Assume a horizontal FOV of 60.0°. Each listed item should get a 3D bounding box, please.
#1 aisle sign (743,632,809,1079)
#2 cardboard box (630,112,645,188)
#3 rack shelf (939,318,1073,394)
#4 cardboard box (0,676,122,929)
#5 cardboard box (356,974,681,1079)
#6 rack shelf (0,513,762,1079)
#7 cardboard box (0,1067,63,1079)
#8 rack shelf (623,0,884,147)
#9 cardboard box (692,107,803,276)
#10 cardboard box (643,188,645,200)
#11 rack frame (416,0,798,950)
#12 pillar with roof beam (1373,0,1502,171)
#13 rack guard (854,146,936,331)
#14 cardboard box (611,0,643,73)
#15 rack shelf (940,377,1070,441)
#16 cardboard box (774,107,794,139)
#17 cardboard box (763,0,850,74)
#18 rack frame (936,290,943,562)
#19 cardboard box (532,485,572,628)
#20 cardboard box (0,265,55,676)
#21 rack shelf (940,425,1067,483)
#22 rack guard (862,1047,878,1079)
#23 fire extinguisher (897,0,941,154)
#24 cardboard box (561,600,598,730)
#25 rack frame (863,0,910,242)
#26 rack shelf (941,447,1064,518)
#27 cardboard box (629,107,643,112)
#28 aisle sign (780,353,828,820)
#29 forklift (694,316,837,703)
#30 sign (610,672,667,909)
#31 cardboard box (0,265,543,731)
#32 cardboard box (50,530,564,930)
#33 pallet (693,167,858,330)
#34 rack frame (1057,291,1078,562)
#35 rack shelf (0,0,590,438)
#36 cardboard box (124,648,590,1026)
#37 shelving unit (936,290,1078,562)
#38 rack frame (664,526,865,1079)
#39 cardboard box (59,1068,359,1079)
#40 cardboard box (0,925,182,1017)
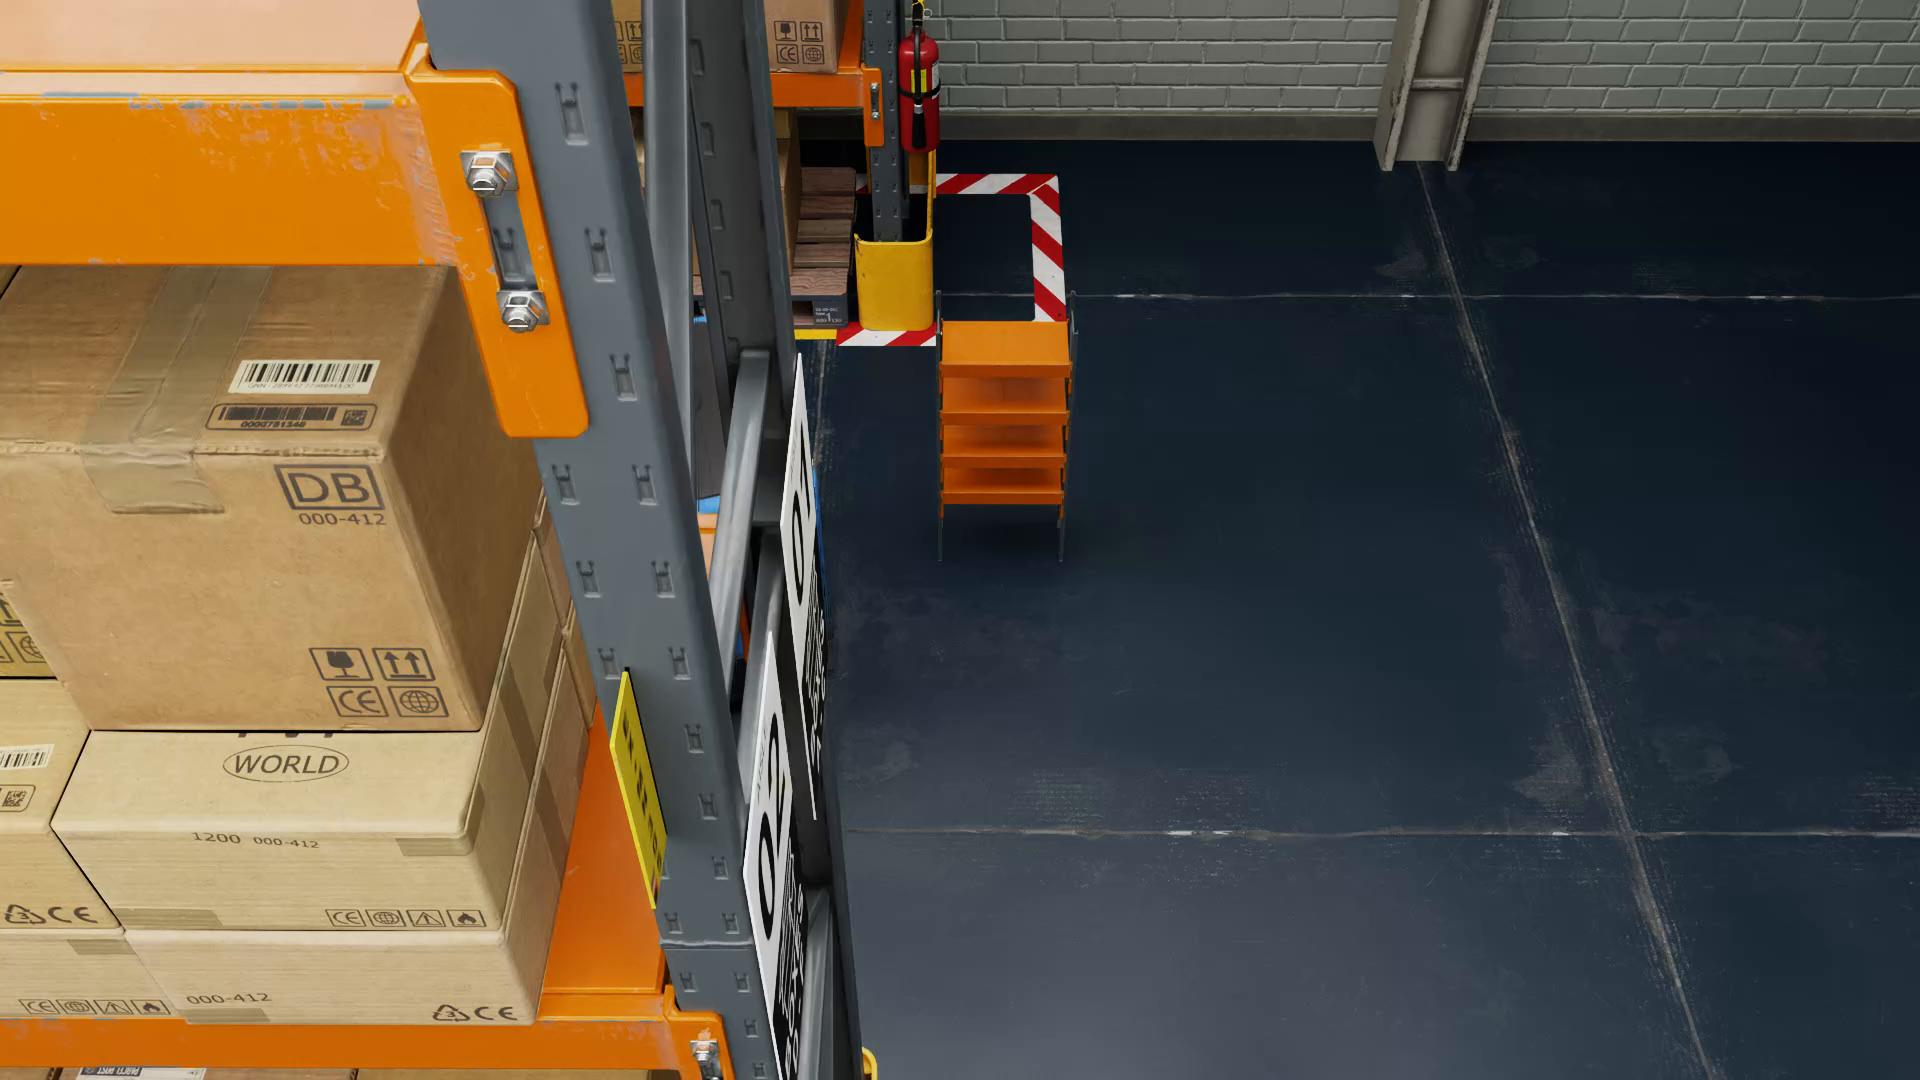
[{"bbox_3d":[-0.268,0.542,2.501,0.004,0.787,0.394,0,47,0],"label":"aisle sign"},{"bbox_3d":[-1.406,-1.731,7.370,0.250,0.149,0.380,1,47,1],"label":"cardboard box"},{"bbox_3d":[0.166,-0.676,6.104,0.480,0.148,0.258,0,47,0],"label":"rack shelf"},{"bbox_3d":[-1.350,0.246,2.264,0.500,0.250,0.500,0,47,0],"label":"cardboard box"},{"bbox_3d":[-0.782,1.029,3.073,0.500,0.500,0.500,0,47,0],"label":"cardboard box"},{"bbox_3d":[-2.336,0.421,2.832,4.000,0.370,1.077,0,47,0],"label":"rack shelf"},{"bbox_3d":[-1.805,1.030,3.071,0.500,0.500,0.500,1,47,1],"label":"cardboard box"},{"bbox_3d":[-2.321,-2.183,7.305,4.000,0.370,1.077,0,47,0],"label":"rack shelf"},{"bbox_3d":[-1.021,-1.643,7.731,0.500,0.500,0.700,0,47,0],"label":"cardboard box"},{"bbox_3d":[-1.522,-1.644,7.733,0.500,0.500,0.700,0,47,0],"label":"cardboard box"},{"bbox_3d":[-0.336,-0.841,1.466,0.127,3.000,1.000,0,47,0],"label":"rack frame"},{"bbox_3d":[2.366,-1.941,2.490,0.400,9.000,9.100,0,47,0],"label":"pillar with roof beam"},{"bbox_3d":[-0.297,-1.571,7.951,0.348,0.500,1.175,0,47,0],"label":"rack guard"},{"bbox_3d":[-1.558,-2.513,6.915,0.700,0.700,0.980,0,47,0],"label":"cardboard box"},{"bbox_3d":[0.166,-0.515,6.277,0.480,0.148,0.258,0,47,0],"label":"rack shelf"},{"bbox_3d":[-0.895,-2.010,7.630,0.250,0.149,0.380,0,47,0],"label":"cardboard box"},{"bbox_3d":[-0.831,-2.519,6.921,0.700,0.700,0.980,2,47,2],"label":"cardboard box"},{"bbox_3d":[-0.078,-0.409,6.392,0.015,1.200,0.240,0,47,0],"label":"rack frame"},{"bbox_3d":[-0.848,-0.130,2.614,0.500,0.250,0.500,0,47,0],"label":"cardboard box"},{"bbox_3d":[-1.349,-0.246,2.210,0.500,0.500,0.700,0,47,0],"label":"cardboard box"},{"bbox_3d":[0.166,-0.363,6.440,0.480,0.148,0.258,0,47,0],"label":"rack shelf"},{"bbox_3d":[-0.412,2.055,4.577,0.348,0.500,1.175,0,47,0],"label":"rack guard"},{"bbox_3d":[-0.172,-1.931,6.887,0.183,0.674,0.296,0,47,0],"label":"fire extinguisher"},{"bbox_3d":[-0.848,0.045,2.793,0.500,0.250,0.500,0,47,0],"label":"cardboard box"},{"bbox_3d":[-0.321,-2.423,7.037,0.127,3.000,1.000,0,47,0],"label":"rack frame"},{"bbox_3d":[0.166,-0.227,6.586,0.480,0.148,0.258,0,47,0],"label":"rack shelf"},{"bbox_3d":[-1.402,-2.011,7.631,0.250,0.149,0.380,0,47,0],"label":"cardboard box"},{"bbox_3d":[-0.266,0.103,2.910,0.004,0.787,0.394,0,47,0],"label":"aisle sign"},{"bbox_3d":[-2.042,-0.475,5.270,3.031,2.935,1.130,-13,48,-12],"label":"forklift"},{"bbox_3d":[-0.358,0.286,1.861,0.005,0.325,0.100,0,47,0],"label":"sign"},{"bbox_3d":[-0.849,-0.183,2.151,0.500,0.500,0.700,0,47,0],"label":"cardboard box"},{"bbox_3d":[-0.850,0.247,2.263,0.500,0.250,0.500,0,47,0],"label":"cardboard box"},{"bbox_3d":[-1.121,-1.417,8.006,1.213,0.211,1.003,0,47,0],"label":"pallet"},{"bbox_3d":[0.410,-0.408,6.391,0.015,1.200,0.240,0,47,0],"label":"rack frame"},{"bbox_3d":[-2.336,-0.600,1.735,4.000,0.370,1.077,0,47,0],"label":"rack shelf"},{"bbox_3d":[-0.850,0.424,2.440,0.500,0.250,0.500,0,47,0],"label":"cardboard box"},{"bbox_3d":[0.166,-0.408,6.391,0.503,1.200,0.258,0,47,0],"label":"shelving unit"},{"bbox_3d":[-0.336,1.203,3.661,0.127,3.000,1.000,0,47,0],"label":"rack frame"},{"bbox_3d":[-1.287,1.028,3.073,0.500,0.500,0.500,1,47,1],"label":"cardboard box"},{"bbox_3d":[-1.350,0.415,2.449,0.500,0.250,0.500,0,47,0],"label":"cardboard box"}]
